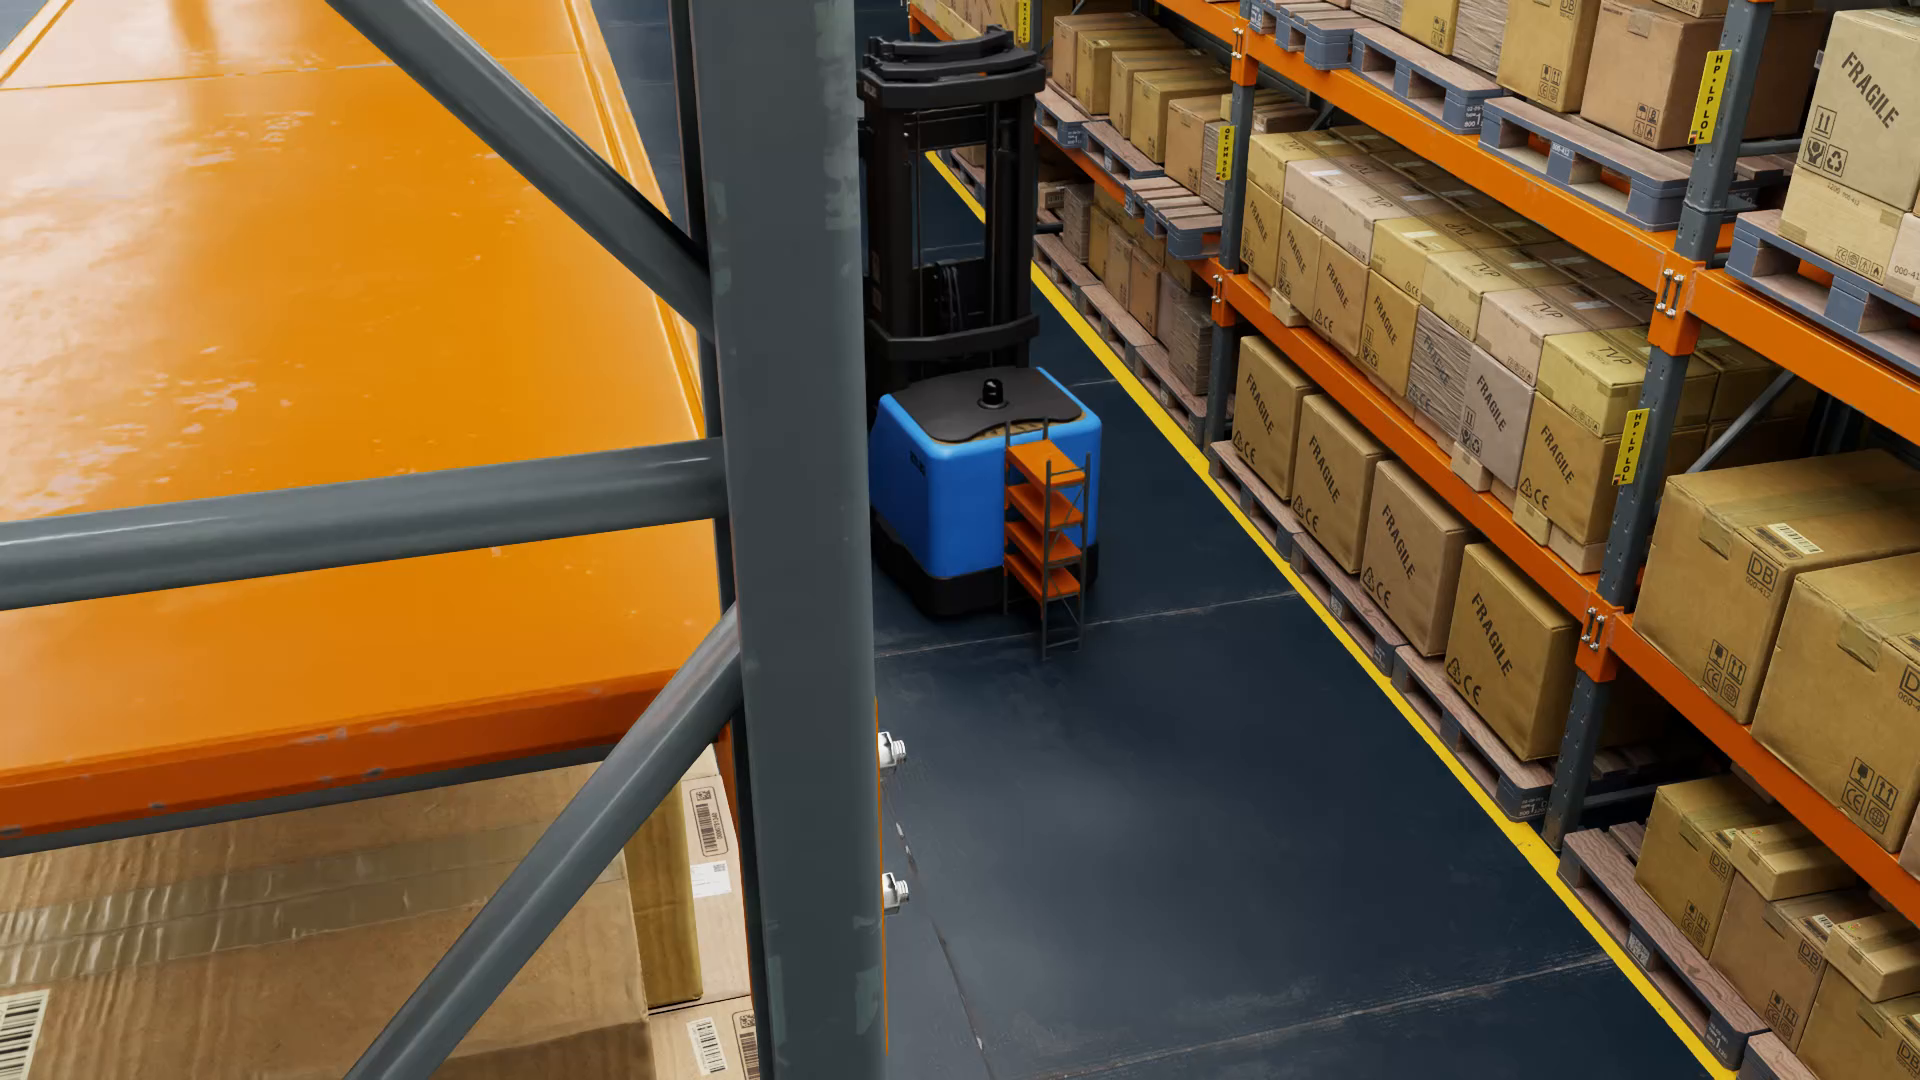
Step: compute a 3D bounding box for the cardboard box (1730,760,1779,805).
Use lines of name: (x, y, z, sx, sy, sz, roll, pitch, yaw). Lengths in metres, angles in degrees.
cardboard box: (3.413, 0.924, 6.819, 0.380, 0.149, 0.250, -8, 31, -14)

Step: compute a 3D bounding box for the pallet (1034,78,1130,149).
pallet: (1.100, -3.366, 12.994, 1.003, 0.211, 1.213, -8, 31, -13)

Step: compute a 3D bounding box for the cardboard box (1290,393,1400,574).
cardboard box: (2.394, -0.361, 9.337, 0.750, 0.750, 0.750, -8, 31, -14)

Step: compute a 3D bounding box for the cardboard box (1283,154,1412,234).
cardboard box: (2.114, -1.898, 9.101, 0.500, 0.250, 0.500, -8, 31, -14)

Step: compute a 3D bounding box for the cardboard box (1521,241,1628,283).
cardboard box: (3.006, -1.229, 7.945, 0.500, 0.250, 0.500, -9, 31, -15)

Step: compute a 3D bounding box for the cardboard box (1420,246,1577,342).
cardboard box: (2.528, -1.165, 7.835, 0.500, 0.250, 0.500, -7, 31, -12)

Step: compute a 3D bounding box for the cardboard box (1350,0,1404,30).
cardboard box: (2.474, -2.962, 8.571, 0.700, 0.500, 0.500, -10, 31, -16)

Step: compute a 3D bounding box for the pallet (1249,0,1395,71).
pallet: (2.321, -2.818, 9.050, 1.213, 0.211, 1.003, -6, 31, -11)

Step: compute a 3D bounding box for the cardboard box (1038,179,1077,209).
cardboard box: (0.866, -3.056, 14.656, 0.380, 0.166, 0.250, -12, 32, -20)

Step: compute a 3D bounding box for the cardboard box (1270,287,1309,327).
cardboard box: (2.010, -1.353, 9.556, 0.380, 0.149, 0.250, -7, 31, -12)

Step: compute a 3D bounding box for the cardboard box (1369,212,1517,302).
cardboard box: (2.392, -1.411, 8.260, 0.500, 0.250, 0.500, -8, 31, -14)

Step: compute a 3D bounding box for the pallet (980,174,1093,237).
pallet: (0.825, -2.951, 14.868, 1.003, 0.211, 1.213, -8, 31, -13)

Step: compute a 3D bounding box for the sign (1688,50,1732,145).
sign: (2.640, -1.555, 5.849, 0.100, 0.325, 0.005, -8, 31, -13)

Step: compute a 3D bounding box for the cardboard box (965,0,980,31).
cardboard box: (0.352, -4.778, 14.623, 0.500, 0.500, 0.500, -9, 31, -15)

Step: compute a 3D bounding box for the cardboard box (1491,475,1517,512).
cardboard box: (2.683, -0.249, 7.648, 0.380, 0.149, 0.250, -7, 31, -12)

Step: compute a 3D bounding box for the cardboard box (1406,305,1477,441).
cardboard box: (2.525, -0.833, 8.009, 0.500, 0.500, 0.500, -8, 31, -13)

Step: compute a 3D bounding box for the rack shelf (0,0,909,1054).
rack shelf: (-1.084, -0.631, 2.810, 1.077, 0.370, 4.000, -8, 31, -13)

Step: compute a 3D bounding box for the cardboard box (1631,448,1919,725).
cardboard box: (3.289, 0.160, 6.410, 0.980, 0.700, 0.700, -7, 31, -13)

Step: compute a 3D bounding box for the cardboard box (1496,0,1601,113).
cardboard box: (2.822, -2.206, 7.264, 0.700, 0.500, 0.500, -8, 31, -14)

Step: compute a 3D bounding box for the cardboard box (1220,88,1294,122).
cardboard box: (1.878, -2.736, 10.528, 0.380, 0.149, 0.250, -13, 33, -22)

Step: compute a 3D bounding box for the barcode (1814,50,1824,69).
barcode: (3.340, -1.860, 6.447, 0.001, 0.075, 0.075, -5, 30, -9)

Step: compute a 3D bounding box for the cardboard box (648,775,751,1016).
cardboard box: (-0.564, 0.644, 2.531, 0.500, 0.250, 0.500, -8, 31, -13)

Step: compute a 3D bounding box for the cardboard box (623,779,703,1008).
cardboard box: (-0.756, 0.346, 2.298, 0.700, 0.500, 0.500, -8, 31, -13)

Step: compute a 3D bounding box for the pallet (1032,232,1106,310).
pallet: (1.245, -2.255, 13.666, 1.003, 0.211, 1.213, -8, 31, -13)

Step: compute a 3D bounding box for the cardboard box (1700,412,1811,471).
cardboard box: (3.281, -0.410, 7.279, 0.500, 0.500, 0.500, -9, 31, -15)

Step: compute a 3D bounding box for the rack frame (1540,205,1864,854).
rack frame: (3.160, 0.026, 6.942, 1.000, 3.000, 0.127, -8, 31, -13)

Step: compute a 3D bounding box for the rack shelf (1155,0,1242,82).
rack shelf: (1.568, -3.859, 11.377, 1.077, 0.370, 4.000, -8, 31, -13)

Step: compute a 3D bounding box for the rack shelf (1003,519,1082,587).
rack shelf: (0.447, 0.049, 8.834, 0.258, 0.148, 0.480, -12, 32, -20)

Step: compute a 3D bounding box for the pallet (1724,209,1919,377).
pallet: (3.367, -0.837, 5.527, 1.003, 0.211, 1.213, -8, 31, -13)

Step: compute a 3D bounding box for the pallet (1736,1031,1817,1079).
pallet: (3.614, 2.201, 5.968, 1.003, 0.211, 1.213, -8, 31, -13)

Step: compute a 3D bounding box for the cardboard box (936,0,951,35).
cardboard box: (0.080, -4.940, 15.651, 0.500, 0.250, 0.500, -8, 31, -14)

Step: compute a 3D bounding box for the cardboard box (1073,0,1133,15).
cardboard box: (1.114, -4.361, 13.902, 0.500, 0.500, 0.500, -9, 31, -14)

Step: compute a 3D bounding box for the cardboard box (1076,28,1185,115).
cardboard box: (1.281, -3.550, 12.581, 0.700, 0.500, 0.500, -5, 30, -8)

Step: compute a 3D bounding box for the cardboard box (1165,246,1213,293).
cardboard box: (1.766, -1.963, 11.686, 0.500, 0.250, 0.500, -7, 31, -12)

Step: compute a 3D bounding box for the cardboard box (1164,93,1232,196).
cardboard box: (1.790, -2.631, 10.994, 0.700, 0.500, 0.500, -11, 32, -18)

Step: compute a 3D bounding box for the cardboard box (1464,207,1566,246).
cardboard box: (2.872, -1.482, 8.382, 0.500, 0.250, 0.500, -9, 31, -14)

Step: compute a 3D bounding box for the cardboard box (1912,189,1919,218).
cardboard box: (3.222, -1.128, 4.823, 0.500, 0.500, 0.500, -8, 31, -14)

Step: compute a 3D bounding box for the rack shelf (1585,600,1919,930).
rack shelf: (3.691, 1.303, 5.453, 1.077, 0.370, 4.000, -8, 31, -13)

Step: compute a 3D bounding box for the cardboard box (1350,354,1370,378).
cardboard box: (2.331, -0.998, 8.942, 0.380, 0.149, 0.250, -7, 31, -13)

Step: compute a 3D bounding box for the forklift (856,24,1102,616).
forklift: (-0.261, -1.574, 9.774, 1.130, 2.935, 3.031, -12, 32, -20)

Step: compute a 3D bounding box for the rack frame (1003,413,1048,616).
rack frame: (0.351, -0.122, 8.994, 0.240, 1.200, 0.015, -12, 32, -20)

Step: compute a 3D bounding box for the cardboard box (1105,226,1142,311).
cardboard box: (1.530, -2.098, 12.668, 0.700, 0.500, 0.500, -8, 31, -13)

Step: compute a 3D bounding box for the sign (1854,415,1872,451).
sign: (3.695, -0.457, 6.834, 0.100, 0.325, 0.005, -8, 31, -13)

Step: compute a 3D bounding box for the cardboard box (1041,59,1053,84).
cardboard box: (0.619, -3.970, 13.975, 0.500, 0.250, 0.500, -8, 31, -13)

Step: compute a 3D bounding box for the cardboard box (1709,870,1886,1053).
cardboard box: (3.390, 1.544, 6.395, 0.700, 0.500, 0.500, -8, 31, -14)

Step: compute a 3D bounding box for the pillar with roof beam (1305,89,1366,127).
pillar with roof beam: (-1.563, -4.673, 9.071, 9.100, 9.000, 0.400, -8, 31, -13)

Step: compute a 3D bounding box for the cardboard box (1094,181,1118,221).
cardboard box: (1.369, -2.705, 12.968, 0.500, 0.250, 0.500, -8, 31, -14)

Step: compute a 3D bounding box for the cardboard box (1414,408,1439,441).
cardboard box: (2.503, -0.619, 8.287, 0.380, 0.149, 0.250, -9, 31, -15)

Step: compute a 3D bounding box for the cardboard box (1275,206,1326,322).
cardboard box: (2.111, -1.564, 9.272, 0.500, 0.500, 0.500, -7, 31, -12)

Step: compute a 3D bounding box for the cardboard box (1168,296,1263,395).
cardboard box: (1.857, -1.355, 11.384, 0.700, 0.500, 0.500, -7, 31, -13)

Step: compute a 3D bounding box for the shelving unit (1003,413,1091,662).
shelving unit: (0.447, -0.010, 8.800, 0.258, 1.200, 0.503, -12, 32, -20)
